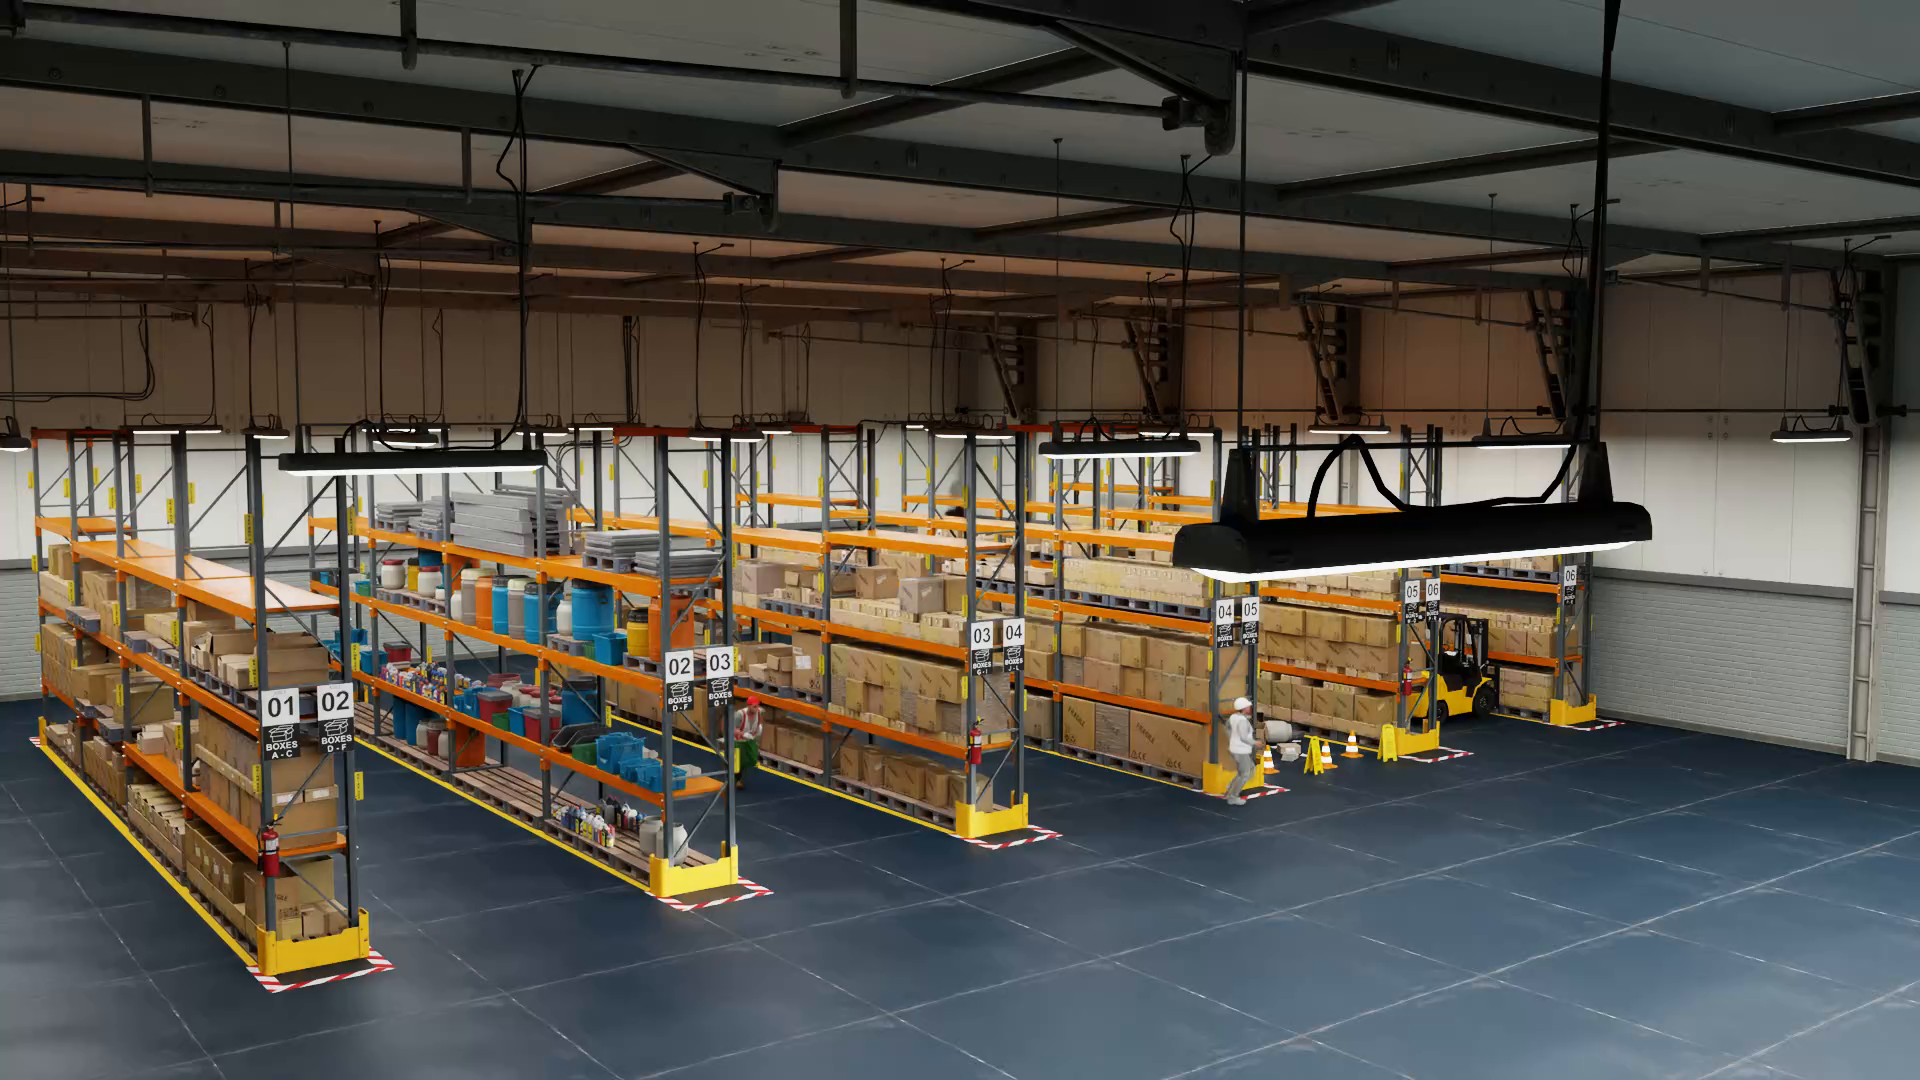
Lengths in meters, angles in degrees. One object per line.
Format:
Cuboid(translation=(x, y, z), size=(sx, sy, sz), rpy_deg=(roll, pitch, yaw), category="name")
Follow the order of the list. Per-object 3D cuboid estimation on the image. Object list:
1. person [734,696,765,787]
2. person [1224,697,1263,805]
Cuboid(translation=(-3.502, 3.360, 27.686), size=(0.696, 1.602, 0.831), rpy_deg=(-3, 5, -35), category="person")
Cuboid(translation=(4.545, 3.372, 26.571), size=(0.557, 1.735, 0.669), rpy_deg=(0, 4, -2), category="person")
